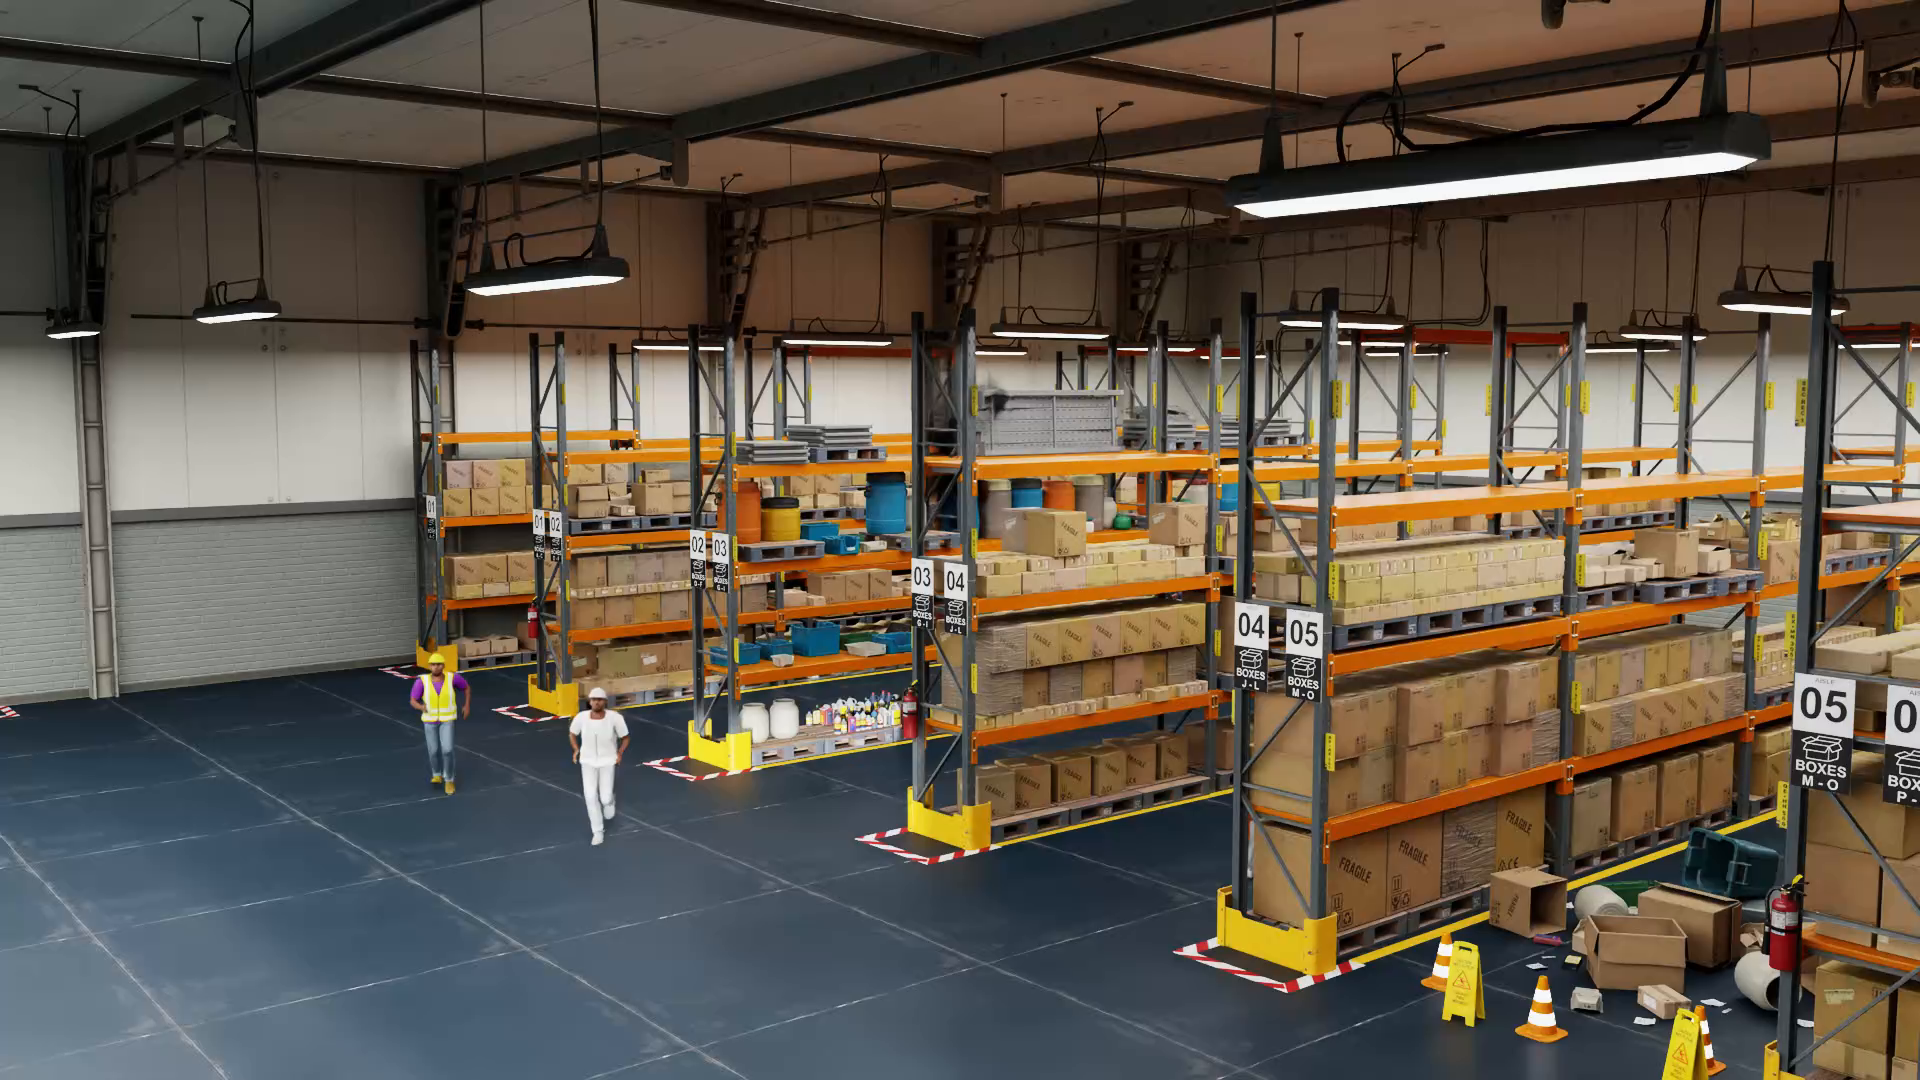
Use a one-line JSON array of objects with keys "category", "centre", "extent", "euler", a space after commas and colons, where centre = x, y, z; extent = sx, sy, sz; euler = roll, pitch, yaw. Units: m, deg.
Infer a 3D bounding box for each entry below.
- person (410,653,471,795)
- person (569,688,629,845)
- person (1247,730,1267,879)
[{"category": "person", "centre": [-6.619, 2.348, 21.181], "extent": [0.726, 1.839, 0.744], "euler": [-1, 5, -12]}, {"category": "person", "centre": [-4.142, 2.548, 19.056], "extent": [0.700, 1.748, 0.796], "euler": [0, 5, -5]}, {"category": "person", "centre": [3.162, 2.732, 17.557], "extent": [0.580, 1.624, 0.597], "euler": [4, 7, 37]}]
